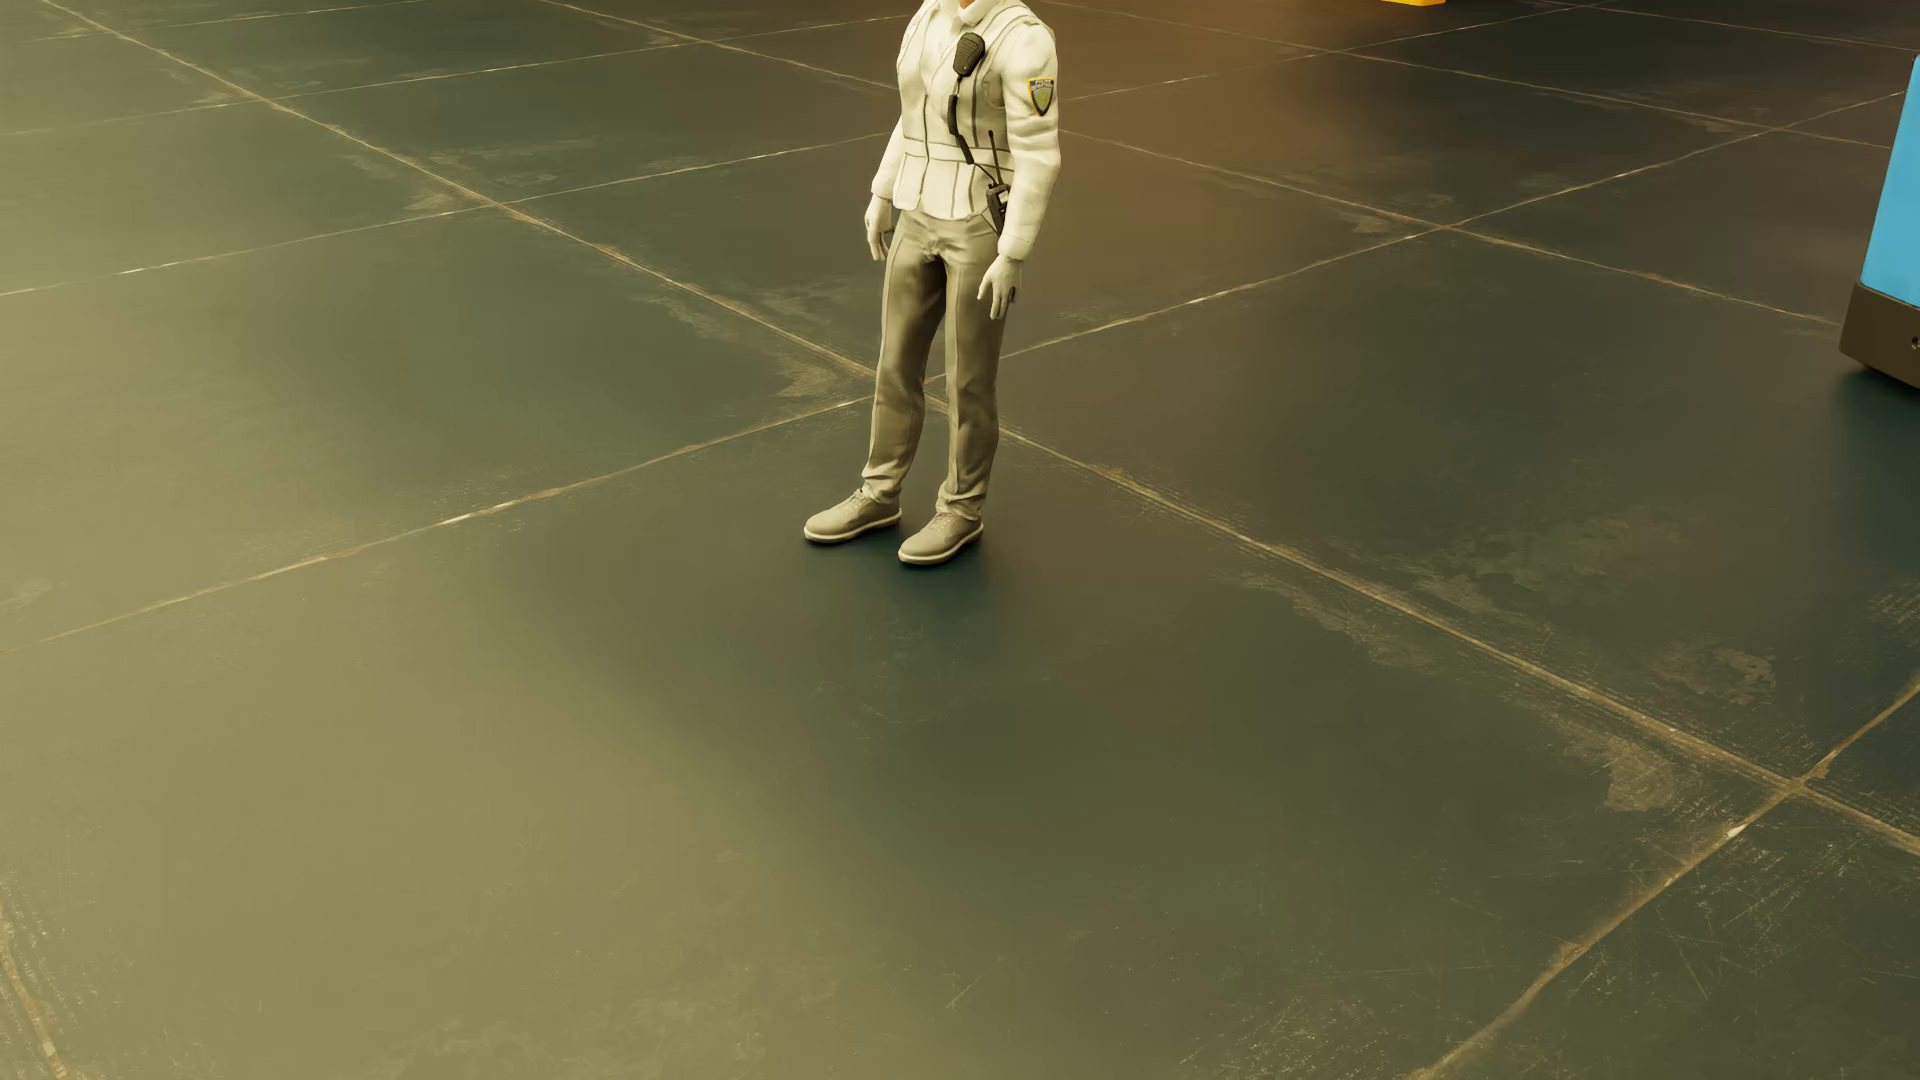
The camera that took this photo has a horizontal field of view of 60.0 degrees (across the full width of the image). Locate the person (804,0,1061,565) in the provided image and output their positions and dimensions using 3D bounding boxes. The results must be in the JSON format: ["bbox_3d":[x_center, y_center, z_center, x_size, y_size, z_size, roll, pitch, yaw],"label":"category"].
[{"bbox_3d":[-0.058,-0.748,4.087,0.530,1.694,0.586,-20,33,-35],"label":"person"}]

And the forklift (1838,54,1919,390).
[{"bbox_3d":[4.550,-1.859,4.951,3.031,2.935,1.130,-7,27,-13],"label":"forklift"}]
